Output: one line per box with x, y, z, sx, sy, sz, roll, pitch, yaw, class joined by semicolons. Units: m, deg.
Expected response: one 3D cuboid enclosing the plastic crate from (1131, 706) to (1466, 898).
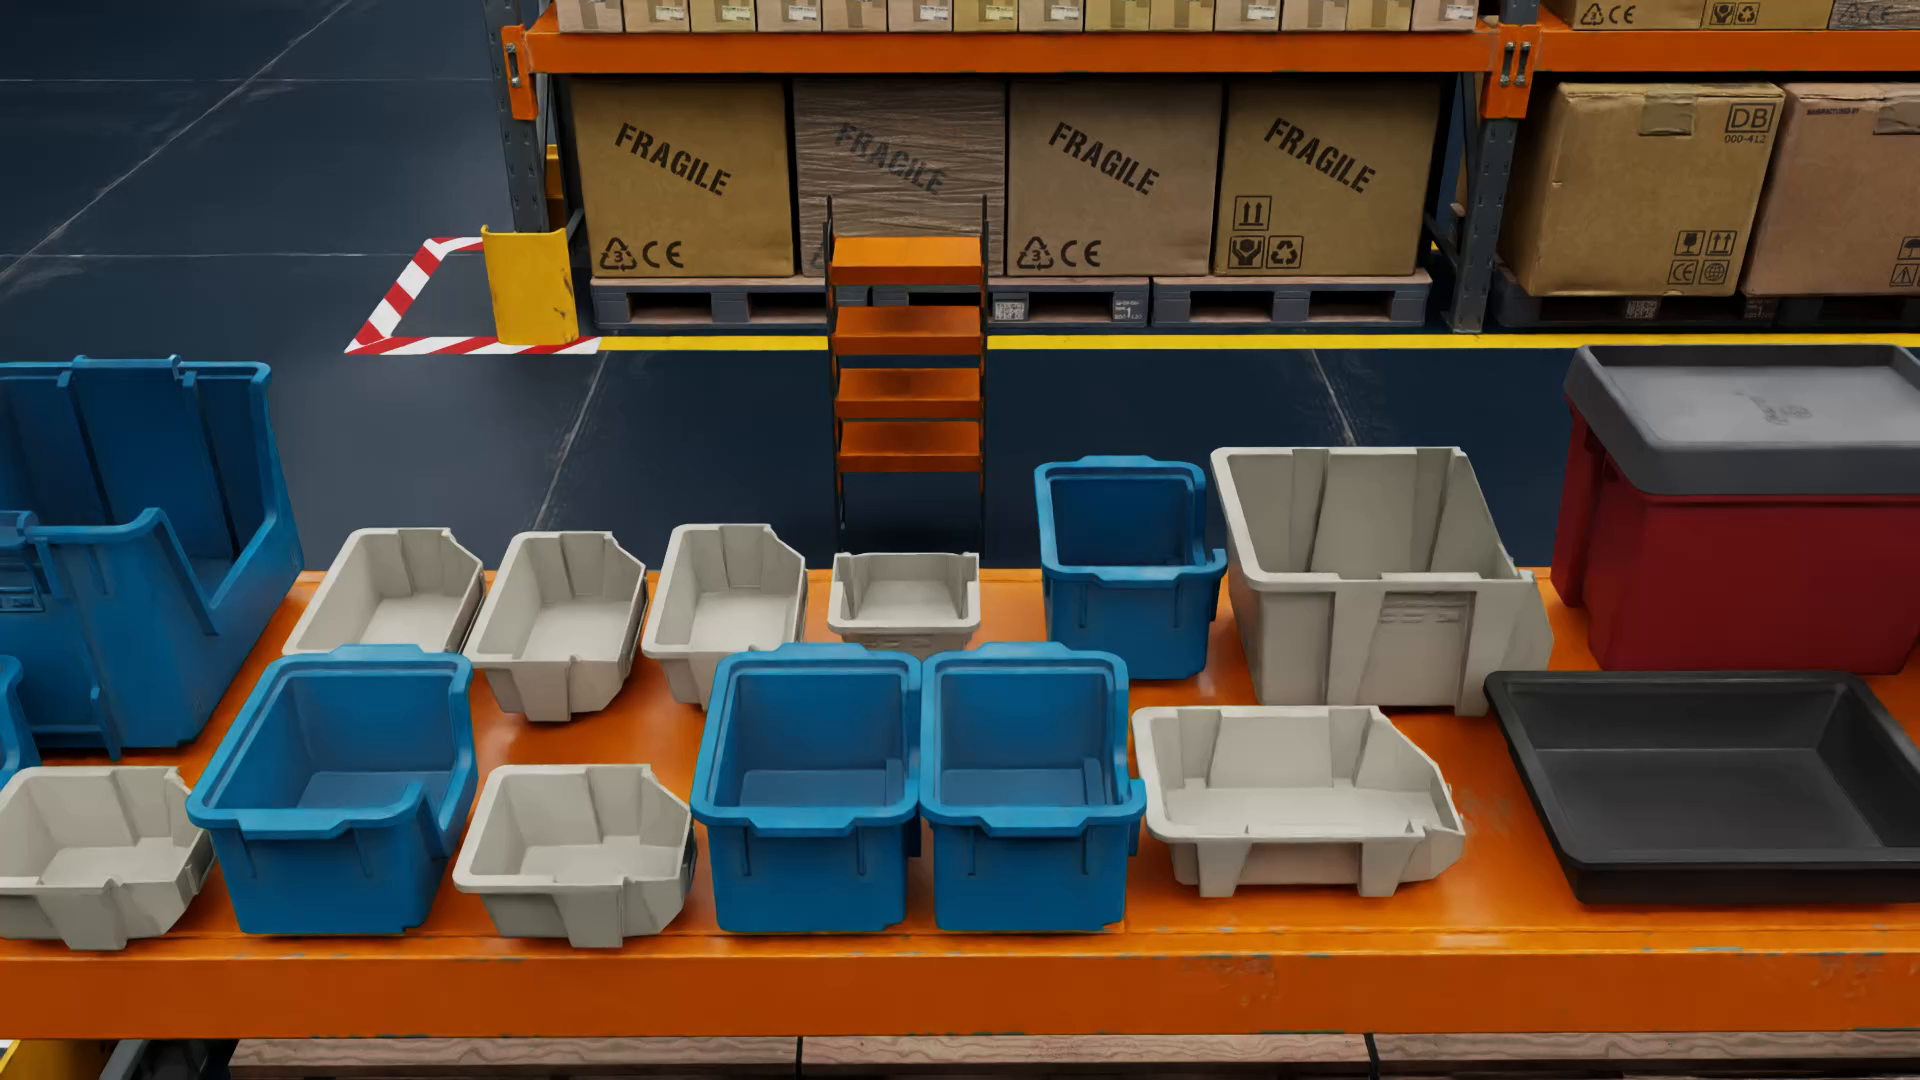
0.490;0.385;2.421;0.466;0.136;0.293;0;31;0;plastic crate

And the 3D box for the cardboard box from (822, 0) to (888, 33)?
-0.416;-2.147;6.639;0.250;0.149;0.380;-1;31;-1;cardboard box

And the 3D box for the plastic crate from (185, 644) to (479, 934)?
-0.864;0.363;2.364;0.300;0.233;0.416;0;31;0;plastic crate

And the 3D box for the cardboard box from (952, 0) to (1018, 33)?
0.095;-2.149;6.642;0.250;0.149;0.380;-1;31;-2;cardboard box

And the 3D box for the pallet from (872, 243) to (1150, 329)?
0.215;-1.274;7.646;1.213;0.211;1.003;0;31;0;pallet

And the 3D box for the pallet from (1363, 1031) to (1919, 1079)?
1.494;1.351;3.320;1.213;0.211;1.003;0;31;0;pallet

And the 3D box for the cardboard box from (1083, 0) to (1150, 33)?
0.611;-2.150;6.645;0.250;0.149;0.380;-1;31;-1;cardboard box

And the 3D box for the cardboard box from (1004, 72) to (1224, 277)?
0.639;-1.741;7.371;0.875;0.875;0.875;0;31;0;cardboard box

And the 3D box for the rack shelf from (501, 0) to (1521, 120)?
0.199;-2.119;7.045;4.000;0.370;1.077;0;31;0;rack shelf

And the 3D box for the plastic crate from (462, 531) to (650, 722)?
-0.666;0.146;2.814;0.243;0.136;0.396;0;31;0;plastic crate

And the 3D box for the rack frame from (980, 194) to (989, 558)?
0.078;-0.513;5.439;0.015;1.200;0.240;0;31;0;rack frame

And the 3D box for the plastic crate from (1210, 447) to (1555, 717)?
0.701;0.070;2.799;0.530;0.282;0.437;0;31;0;plastic crate

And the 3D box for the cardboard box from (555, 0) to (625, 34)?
-1.444;-2.143;6.633;0.250;0.149;0.380;0;31;0;cardboard box

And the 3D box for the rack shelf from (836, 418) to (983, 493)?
-0.166;-0.285;5.576;0.480;0.148;0.258;0;31;0;rack shelf

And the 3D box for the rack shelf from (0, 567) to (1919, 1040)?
0.229;0.450;2.810;4.000;0.370;1.077;0;31;0;rack shelf

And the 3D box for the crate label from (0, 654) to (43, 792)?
-1.522;0.365;2.361;0.303;0.233;0.416;0;31;0;crate label

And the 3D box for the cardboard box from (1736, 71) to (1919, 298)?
3.733;-1.720;7.336;0.875;0.875;1.225;-1;31;-2;cardboard box

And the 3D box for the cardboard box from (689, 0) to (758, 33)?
-0.931;-2.146;6.637;0.250;0.149;0.380;-1;31;-1;cardboard box

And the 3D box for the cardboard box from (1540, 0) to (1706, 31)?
2.661;-2.347;6.631;0.500;0.500;0.500;0;31;0;cardboard box

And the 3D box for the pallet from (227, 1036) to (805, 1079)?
-0.946;1.358;3.308;1.213;0.211;1.003;0;31;0;pallet

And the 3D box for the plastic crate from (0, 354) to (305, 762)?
-1.437;0.010;2.750;0.499;0.435;0.616;0;31;0;plastic crate

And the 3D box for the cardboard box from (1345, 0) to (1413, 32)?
1.638;-2.154;6.650;0.250;0.149;0.380;0;31;1;cardboard box

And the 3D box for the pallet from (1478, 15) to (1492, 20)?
3.049;-3.817;11.838;1.213;0.211;1.003;0;31;0;pallet

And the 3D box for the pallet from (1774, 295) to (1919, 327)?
4.194;-1.288;7.669;1.213;0.211;1.003;0;31;0;pallet

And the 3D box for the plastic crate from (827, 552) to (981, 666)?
-0.092;0.122;2.854;0.250;0.136;0.298;0;31;0;plastic crate

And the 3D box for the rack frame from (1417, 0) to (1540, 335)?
2.199;-2.433;6.868;0.127;3.000;1.000;0;31;0;rack frame

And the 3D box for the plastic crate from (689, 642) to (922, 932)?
-0.205;0.360;2.368;0.300;0.233;0.416;0;31;0;plastic crate

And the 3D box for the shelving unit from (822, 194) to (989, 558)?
-0.166;-0.512;5.438;0.503;1.200;0.258;0;31;0;shelving unit

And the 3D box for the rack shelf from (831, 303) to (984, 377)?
-0.166;-0.646;5.357;0.480;0.148;0.258;0;31;0;rack shelf

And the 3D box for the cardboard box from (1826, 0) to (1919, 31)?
3.664;-2.351;6.637;0.500;0.500;0.500;-1;31;-1;cardboard box

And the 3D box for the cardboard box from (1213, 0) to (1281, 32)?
1.125;-2.152;6.648;0.250;0.149;0.380;0;31;1;cardboard box

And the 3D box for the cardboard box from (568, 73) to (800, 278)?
-1.161;-1.735;7.362;0.875;0.875;0.875;0;31;0;cardboard box

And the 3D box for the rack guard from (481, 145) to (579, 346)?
-1.825;-1.352;7.496;0.348;0.500;1.175;0;31;0;rack guard
